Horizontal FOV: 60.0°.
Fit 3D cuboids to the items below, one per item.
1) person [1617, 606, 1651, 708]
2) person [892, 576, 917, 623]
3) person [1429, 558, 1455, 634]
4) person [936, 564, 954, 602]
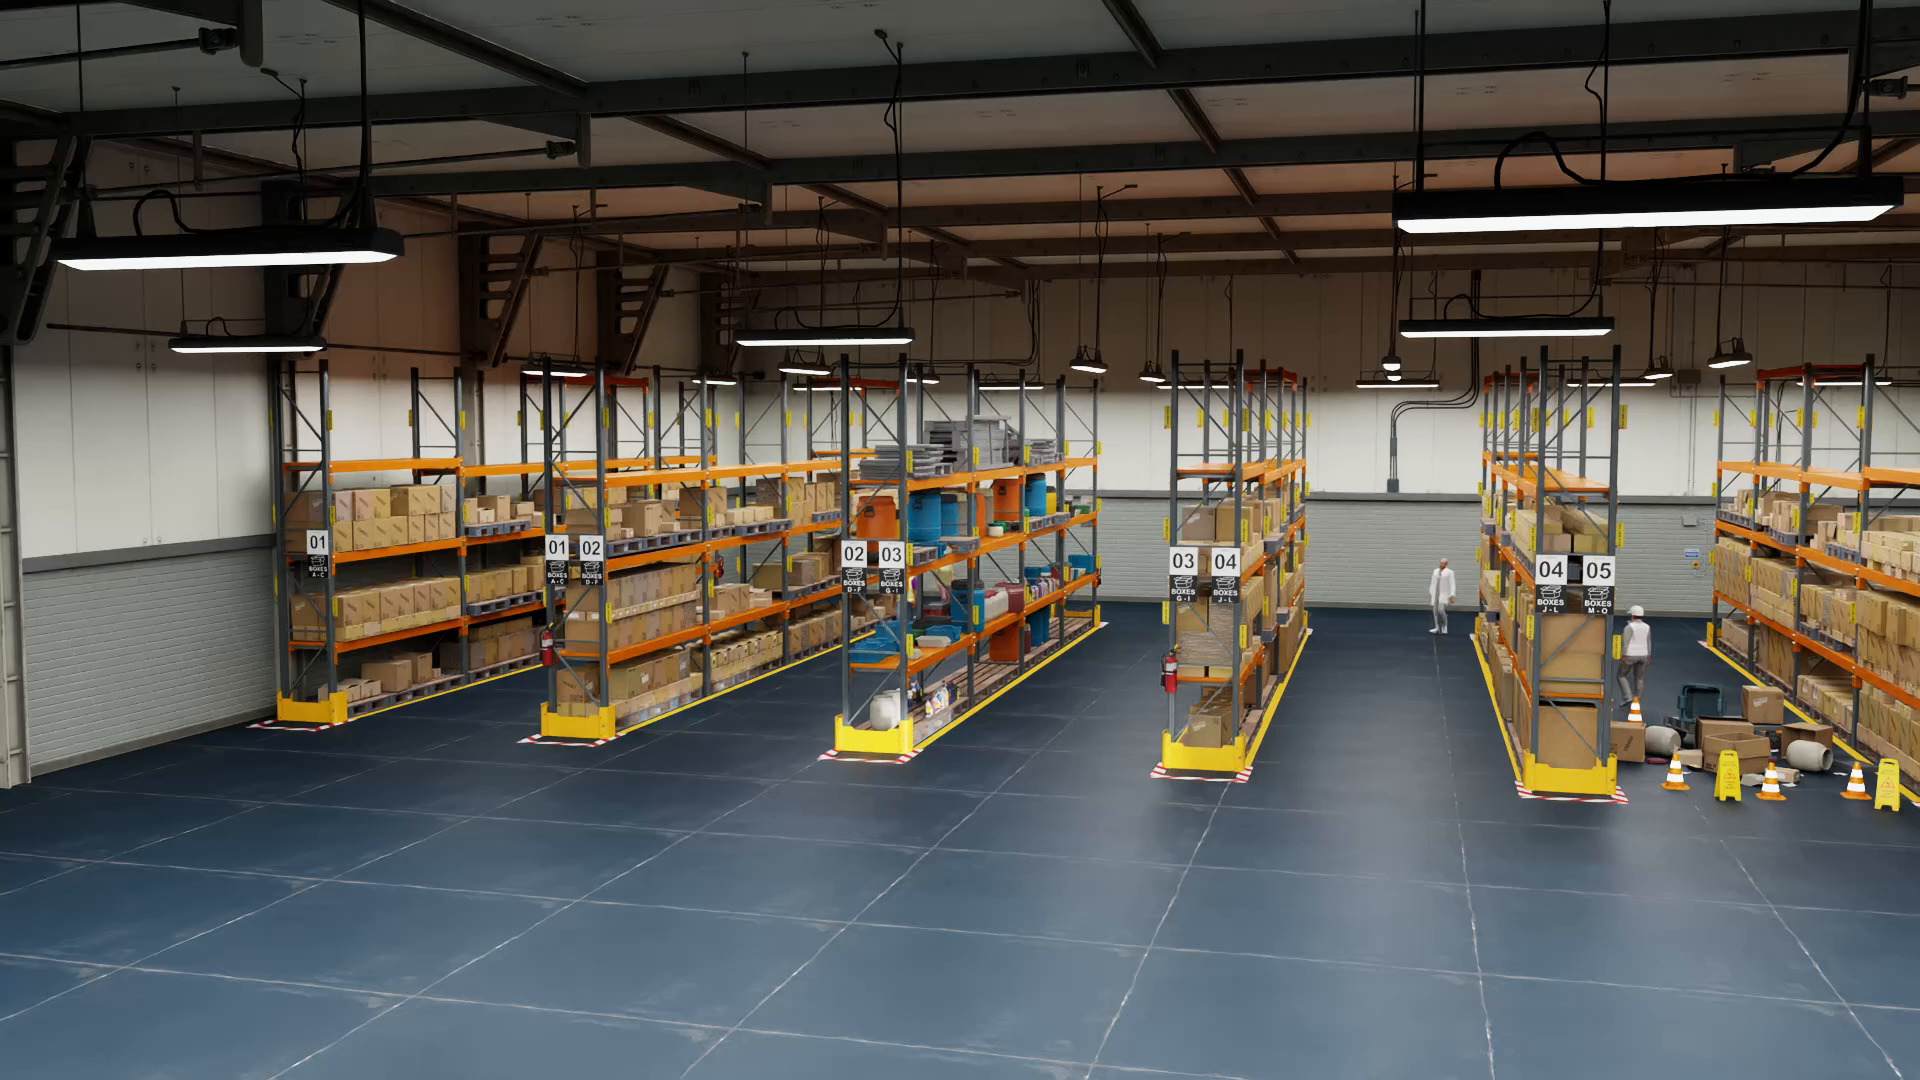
[{"bbox_3d":[11.777,2.042,29.016,0.566,1.799,0.389,-1,4,-8],"label":"person"},{"bbox_3d":[-1.273,1.397,37.847,0.628,1.695,1.067,0,4,6],"label":"person"},{"bbox_3d":[11.232,1.314,38.851,0.482,1.782,0.667,-3,5,-40],"label":"person"},{"bbox_3d":[-0.363,1.305,41.901,0.464,1.478,0.534,-2,4,-22],"label":"person"}]
